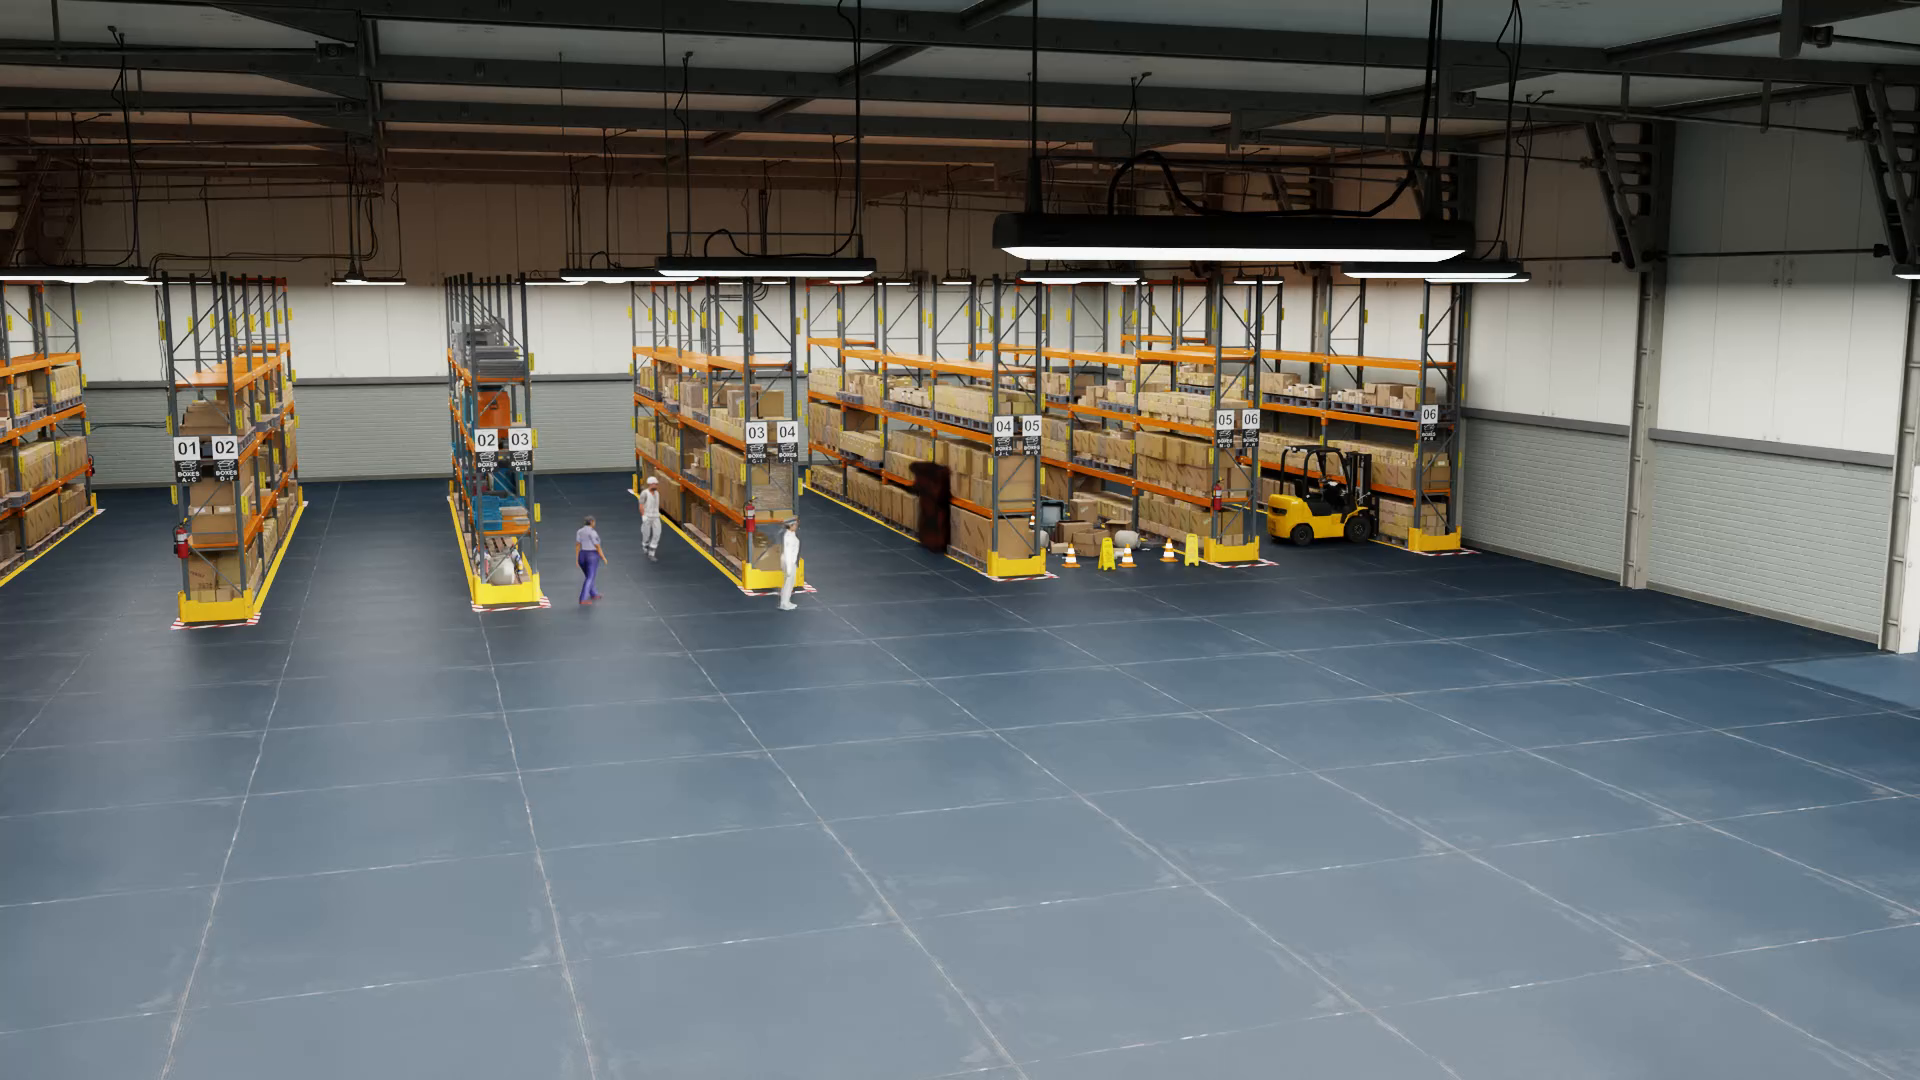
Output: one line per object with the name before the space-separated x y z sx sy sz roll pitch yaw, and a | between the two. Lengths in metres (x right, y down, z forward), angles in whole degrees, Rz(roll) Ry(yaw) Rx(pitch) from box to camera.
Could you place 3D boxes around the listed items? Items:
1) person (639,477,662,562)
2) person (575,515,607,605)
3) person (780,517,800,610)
person | -6.579 -0.450 35.338 0.558 1.778 0.659 -6 10 -32
person | -6.735 0.340 30.373 0.528 1.612 0.866 4 10 26
person | -3.064 0.415 29.821 0.363 1.678 0.606 0 9 2
